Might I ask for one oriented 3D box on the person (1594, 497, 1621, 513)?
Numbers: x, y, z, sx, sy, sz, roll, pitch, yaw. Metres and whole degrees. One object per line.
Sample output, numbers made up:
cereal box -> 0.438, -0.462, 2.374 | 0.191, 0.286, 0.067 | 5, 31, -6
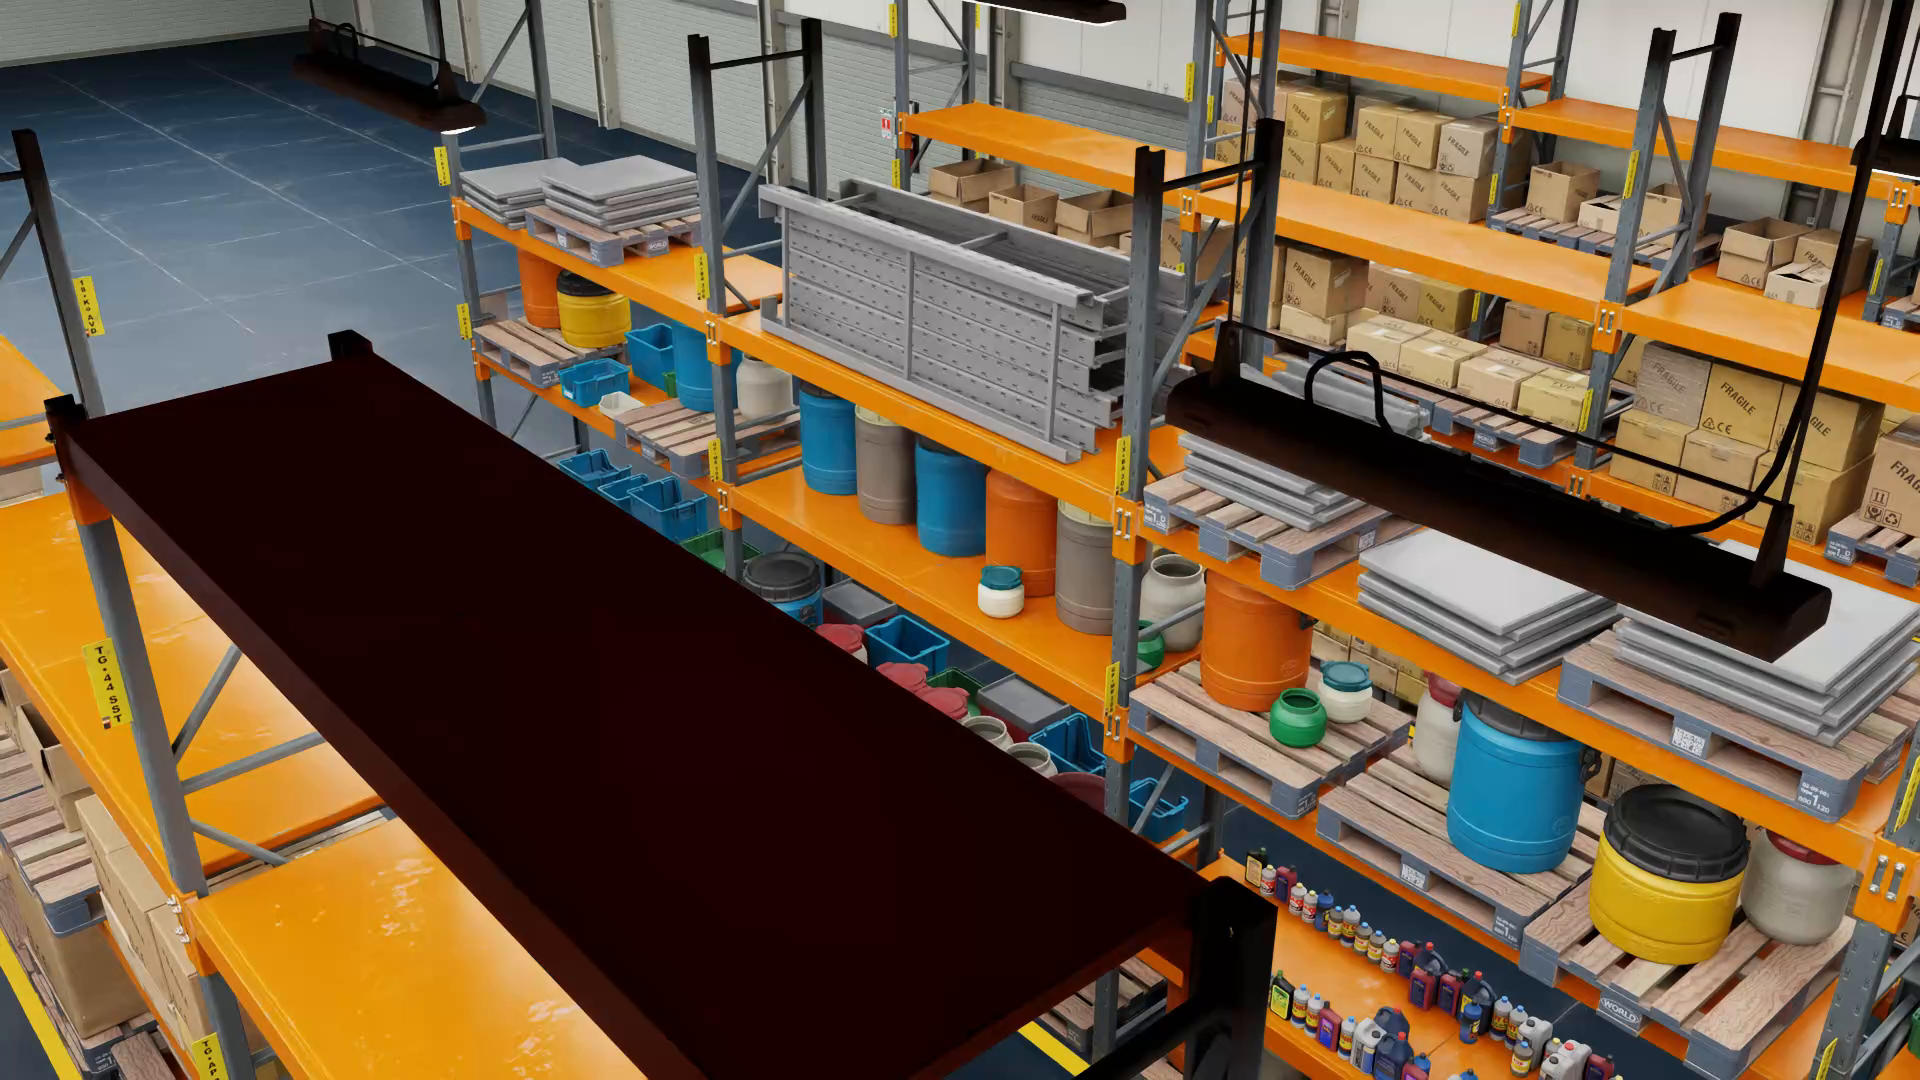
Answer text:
person -> 6.547, -0.519, 16.645 | 0.673, 1.804, 0.561 | 18, 32, 32
